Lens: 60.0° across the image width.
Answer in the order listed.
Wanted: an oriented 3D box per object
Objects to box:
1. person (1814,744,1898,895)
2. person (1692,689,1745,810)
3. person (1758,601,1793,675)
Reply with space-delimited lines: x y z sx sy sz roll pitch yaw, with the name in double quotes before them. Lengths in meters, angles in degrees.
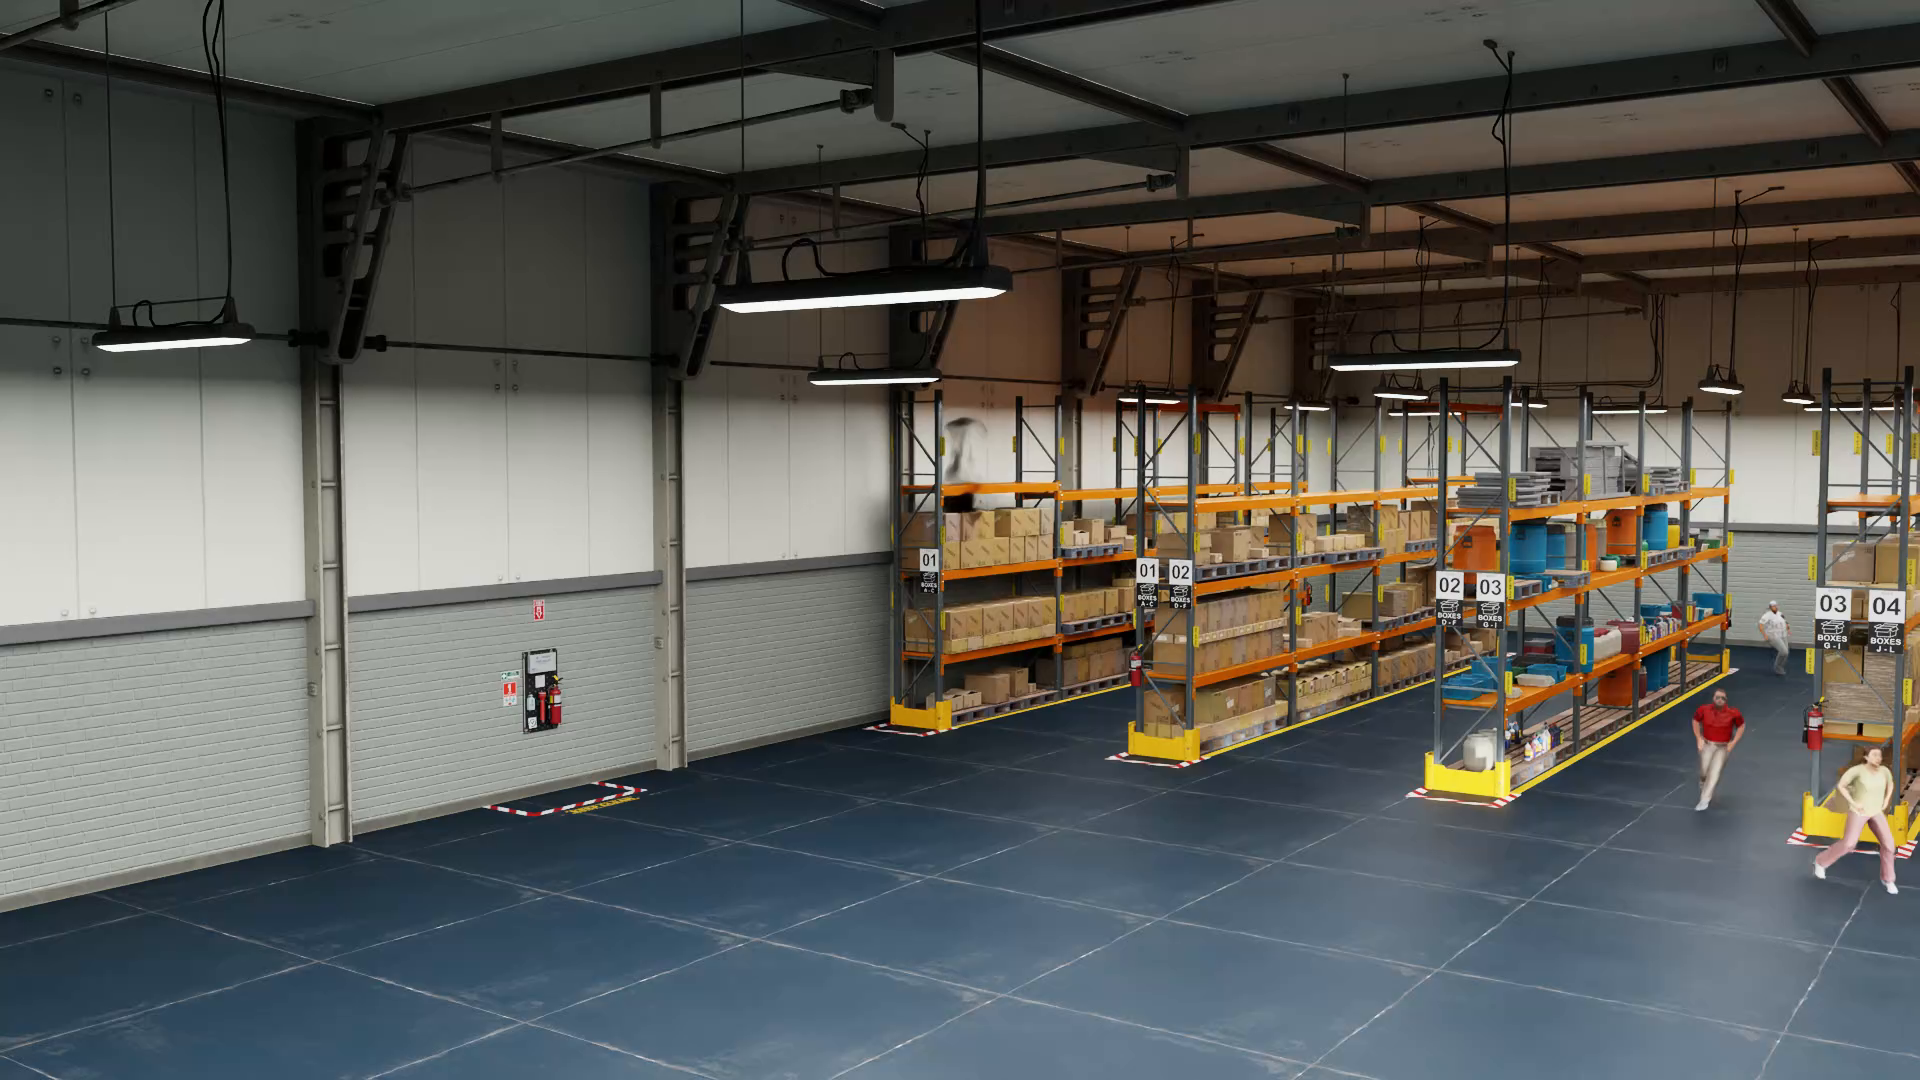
"person" 10.246 3.133 18.899 0.814 1.663 0.743 0 3 -4
"person" 10.537 2.889 23.121 0.677 1.689 0.782 1 4 24
"person" 17.963 2.155 36.486 0.658 1.634 0.567 -1 3 -22
